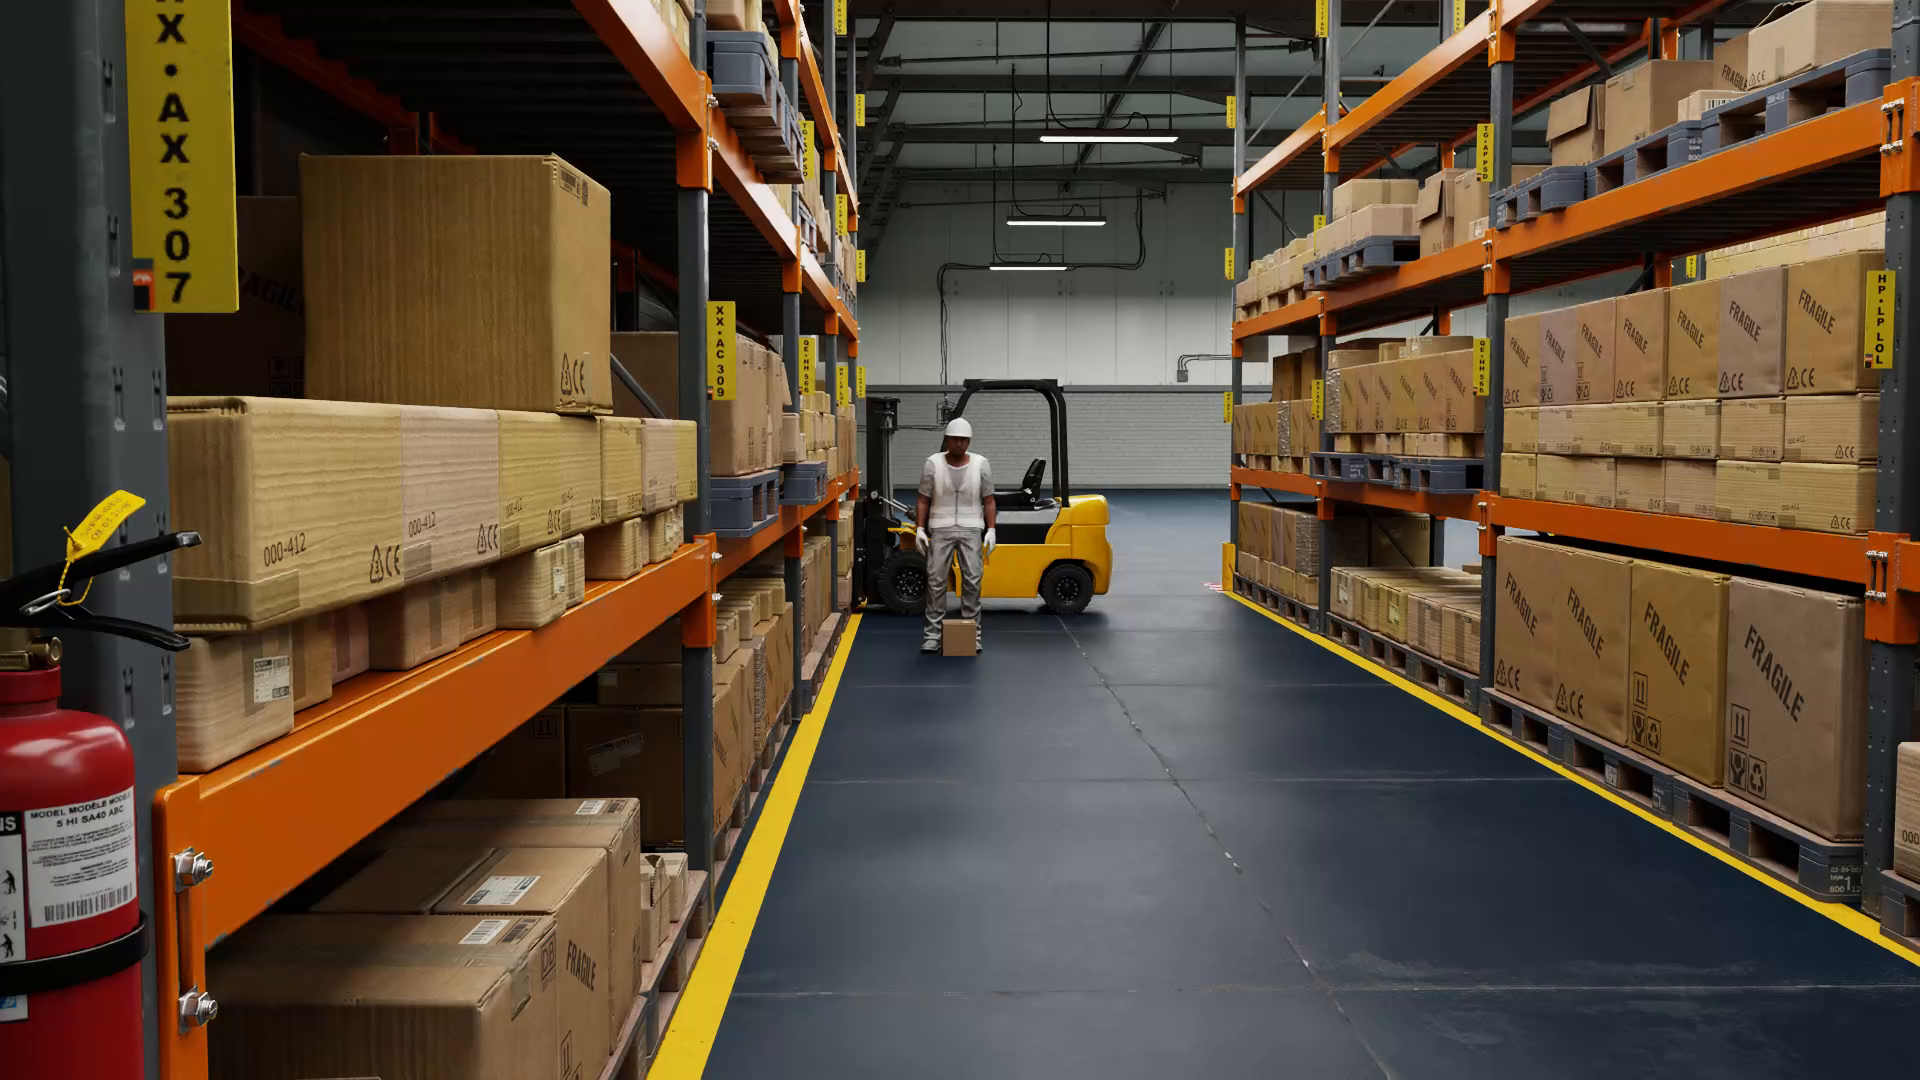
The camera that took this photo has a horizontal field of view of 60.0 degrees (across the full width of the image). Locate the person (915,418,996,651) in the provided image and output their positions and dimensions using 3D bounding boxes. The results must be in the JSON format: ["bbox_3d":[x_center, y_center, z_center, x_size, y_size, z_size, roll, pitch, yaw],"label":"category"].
[{"bbox_3d":[-0.033,-0.039,12.683,0.619,1.774,0.446,0,4,-1],"label":"person"}]
